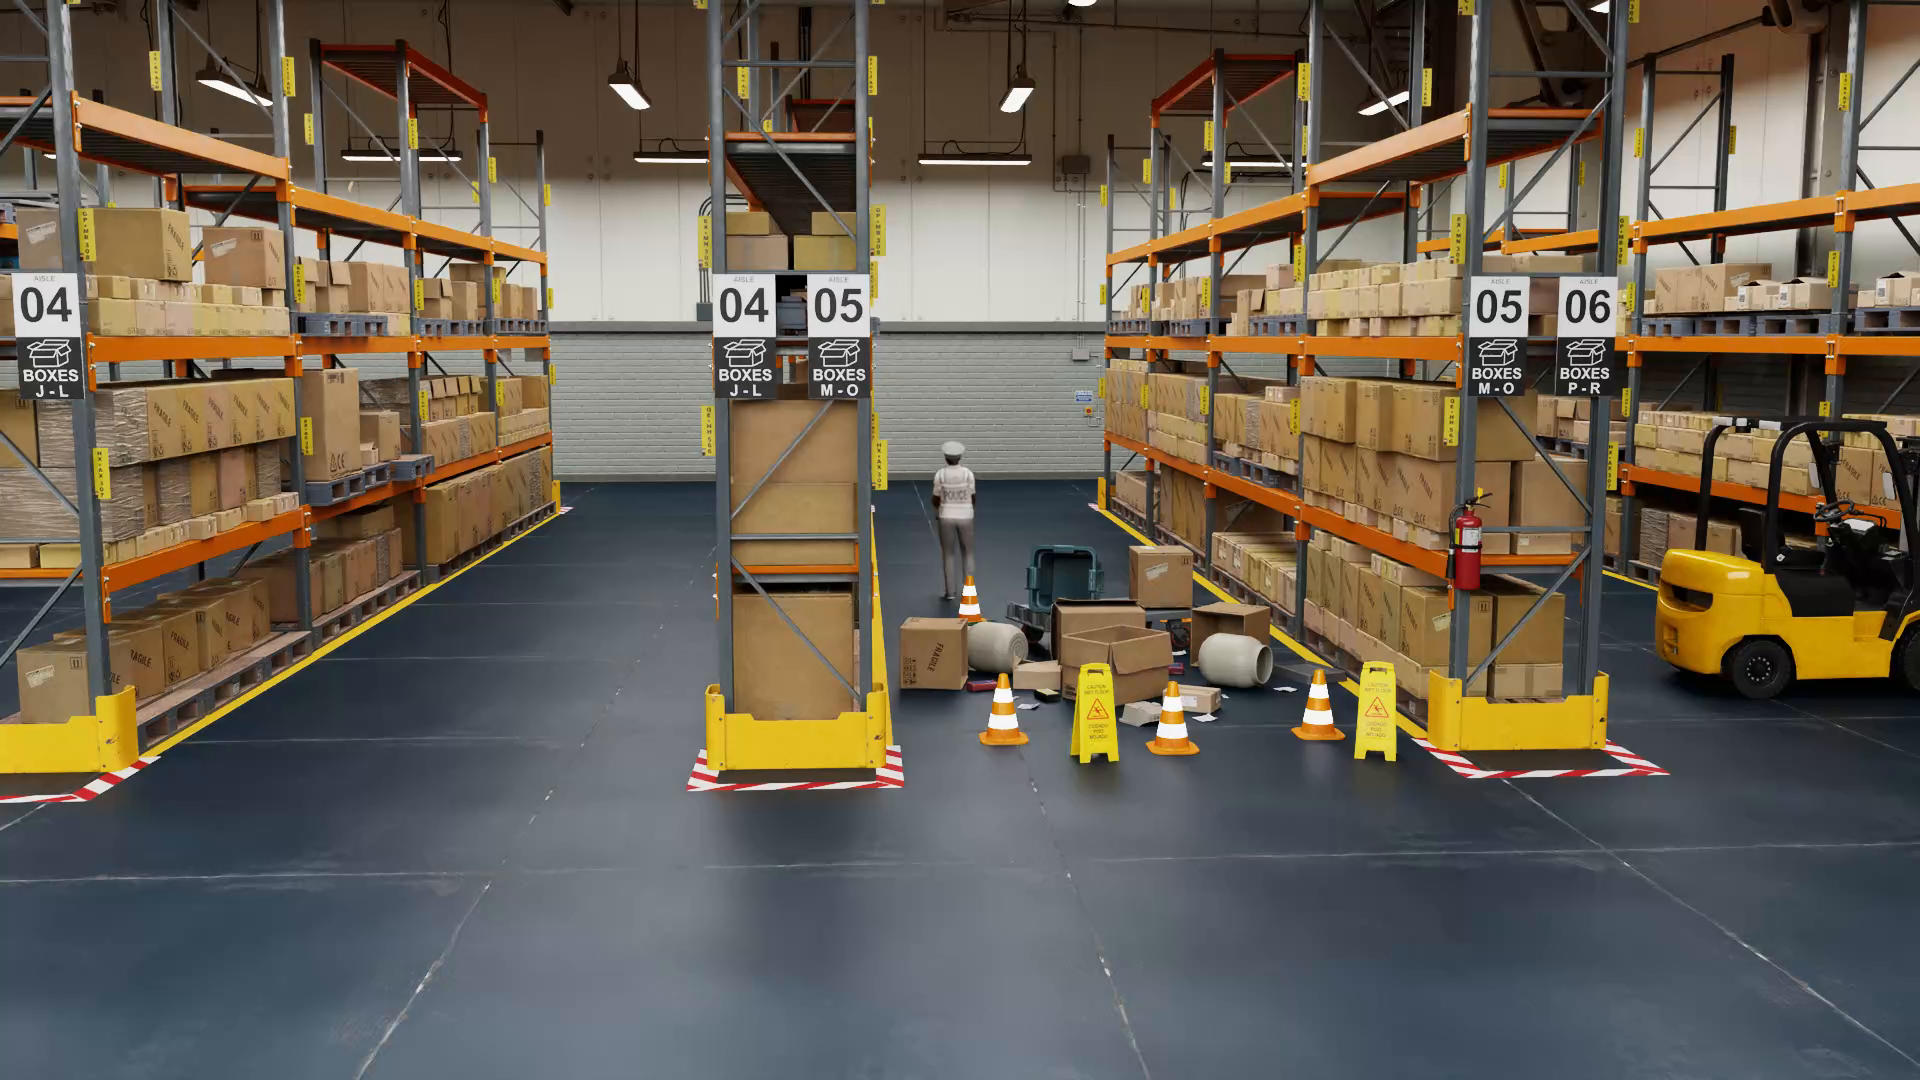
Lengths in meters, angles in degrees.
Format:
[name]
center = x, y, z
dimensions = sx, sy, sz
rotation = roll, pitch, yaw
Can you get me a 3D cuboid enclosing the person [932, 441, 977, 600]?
[person]
center = -0.053, -0.215, 17.818
dimensions = 0.495, 1.702, 0.489
rotation = 0, 7, -4
